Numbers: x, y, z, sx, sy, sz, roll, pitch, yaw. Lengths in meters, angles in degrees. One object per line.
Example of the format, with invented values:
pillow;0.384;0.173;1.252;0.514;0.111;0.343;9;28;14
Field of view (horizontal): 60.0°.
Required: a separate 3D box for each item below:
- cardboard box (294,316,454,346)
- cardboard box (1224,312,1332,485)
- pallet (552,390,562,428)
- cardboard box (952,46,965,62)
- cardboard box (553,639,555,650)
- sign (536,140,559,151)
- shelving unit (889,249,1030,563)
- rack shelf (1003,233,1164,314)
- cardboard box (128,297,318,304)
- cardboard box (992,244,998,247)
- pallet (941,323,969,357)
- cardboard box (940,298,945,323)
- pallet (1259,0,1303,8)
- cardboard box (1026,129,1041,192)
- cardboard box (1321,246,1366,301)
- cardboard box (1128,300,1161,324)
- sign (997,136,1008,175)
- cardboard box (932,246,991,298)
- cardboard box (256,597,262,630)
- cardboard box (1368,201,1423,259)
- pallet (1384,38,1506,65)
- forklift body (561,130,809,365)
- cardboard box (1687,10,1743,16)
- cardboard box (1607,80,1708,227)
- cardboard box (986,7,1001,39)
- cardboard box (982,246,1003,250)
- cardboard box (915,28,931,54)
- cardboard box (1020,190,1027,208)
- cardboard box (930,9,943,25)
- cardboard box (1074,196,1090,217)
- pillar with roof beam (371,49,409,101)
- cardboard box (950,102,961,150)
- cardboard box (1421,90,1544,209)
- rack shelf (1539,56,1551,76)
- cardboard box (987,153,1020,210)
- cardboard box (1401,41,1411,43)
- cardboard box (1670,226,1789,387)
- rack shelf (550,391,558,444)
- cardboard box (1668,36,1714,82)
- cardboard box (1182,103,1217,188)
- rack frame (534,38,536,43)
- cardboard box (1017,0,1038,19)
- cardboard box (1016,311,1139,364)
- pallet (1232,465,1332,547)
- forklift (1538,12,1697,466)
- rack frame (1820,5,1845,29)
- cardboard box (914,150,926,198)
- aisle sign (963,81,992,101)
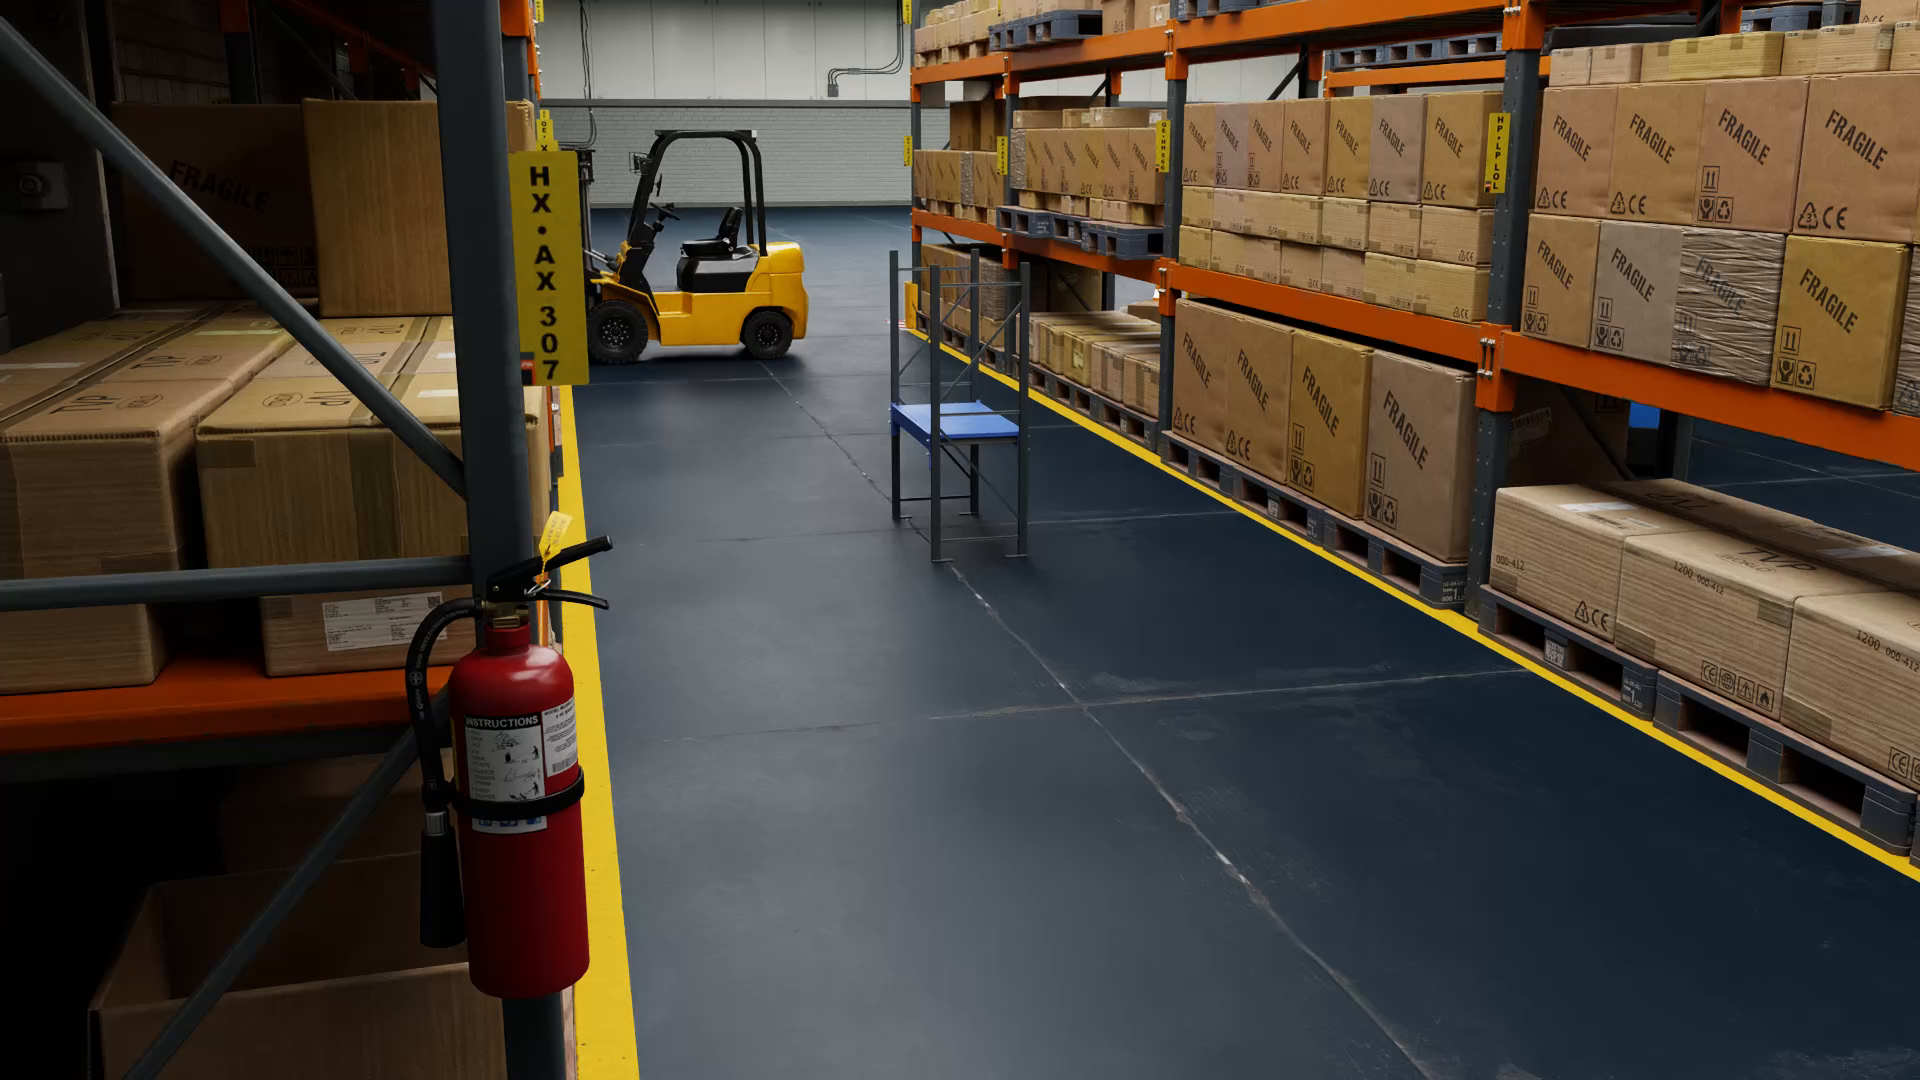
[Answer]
cardboard box;-1.192;-0.352;3.736;0.500;0.250;0.500;-4;14;-14
cardboard box;2.125;-0.852;9.687;0.875;0.875;0.875;-3;14;-13
pallet;-3.424;-0.891;12.130;1.003;0.211;1.213;-3;14;-13
cardboard box;0.131;-4.780;16.381;0.380;0.149;0.250;-4;14;-15
cardboard box;-1.546;0.469;5.565;0.396;0.266;0.258;-3;14;-11
sign;-1.520;-1.303;6.115;0.100;0.325;0.005;-3;14;-13
shelving unit;-0.020;-0.748;8.830;0.538;1.500;1.048;-3;14;-13
rack shelf;1.369;-2.162;12.973;1.077;0.370;4.000;-3;14;-13
cardboard box;-1.948;-0.558;4.580;0.500;0.250;0.500;-3;14;-12
cardboard box;0.553;-3.192;17.636;0.380;0.149;0.250;-3;14;-12
pallet;0.417;-2.054;16.888;1.003;0.211;1.213;-3;14;-13
cardboard box;-0.007;-2.445;17.521;0.500;0.250;0.500;-3;14;-11
pallet;2.307;-3.012;9.015;1.003;0.211;1.213;-3;14;-11
cardboard box;0.849;-3.131;13.698;0.500;0.500;0.500;-3;14;-13
cardboard box;2.209;-1.379;8.568;0.500;0.250;0.500;-4;14;-15
cardboard box;1.970;-2.083;16.395;0.500;0.500;0.500;7;15;26
sign;0.374;-3.362;14.543;0.100;0.325;0.005;-3;14;-13
cardboard box;0.014;-2.801;17.401;0.500;0.500;0.500;-4;14;-15
cardboard box;-1.022;0.047;2.942;0.380;0.149;0.250;-3;14;-12
cardboard box;2.314;-1.501;8.012;0.500;0.250;0.500;-3;14;-12
pallet;5.222;-5.157;17.580;1.003;0.211;1.213;-3;14;-13
forklift body;-2.646;-2.870;16.144;2.313;2.155;1.214;-3;14;-13
cardboard box;5.946;-4.493;13.372;0.500;0.500;0.500;-3;14;-13
cardboard box;2.767;-1.422;6.109;0.500;0.500;0.500;-3;14;-14
cardboard box;0.533;-4.589;14.760;0.500;0.250;0.500;-3;14;-14
cardboard box;0.527;-2.838;17.552;0.500;0.500;0.500;-3;14;-11
cardboard box;-0.181;-5.294;17.644;0.500;0.250;0.500;-4;14;-14
cardboard box;0.722;-2.910;14.162;0.380;0.149;0.250;-3;14;-12
cardboard box;-0.095;-5.345;17.012;0.380;0.149;0.250;-3;14;-13
cardboard box;1.092;-2.548;12.680;0.380;0.149;0.250;-4;14;-15
pillar with roof beam;-1.392;-6.562;16.825;9.100;9.000;0.400;-3;14;-13
cardboard box;0.292;-4.469;17.955;0.700;0.500;0.500;-4;14;-15
cardboard box;2.429;-1.751;7.456;0.500;0.500;0.500;-3;14;-11
rack shelf;6.157;-3.919;13.842;1.077;0.370;4.000;-3;14;-13
cardboard box;0.553;-3.255;15.092;0.500;0.500;0.500;-4;14;-15
cardboard box;4.873;-5.336;17.562;0.380;0.149;0.250;-3;14;-13
cardboard box;2.858;-0.822;5.760;0.500;0.500;0.500;-3;14;-13
rack shelf;-2.516;-0.962;8.060;1.077;0.370;4.000;-3;14;-13
cardboard box;2.775;-1.714;5.939;0.380;0.149;0.250;-3;14;-14
cardboard box;1.717;-2.457;10.347;0.500;0.500;0.500;-4;14;-15
rack frame;-4.864;-6.533;16.705;1.000;3.000;0.127;-3;14;-13
cardboard box;0.767;-4.287;13.266;0.500;0.250;0.500;-3;14;-14
cardboard box;1.025;-1.780;14.544;0.950;0.372;0.625;-3;14;-12
pallet;2.233;-0.229;9.419;1.003;0.211;1.213;-3;14;-13
forklift;4.492;-2.191;11.721;1.130;2.935;3.031;3;14;14
rack frame;6.626;-2.350;12.224;1.000;3.000;0.127;-3;14;-13
cardboard box;-0.199;-3.964;17.996;0.500;0.500;0.500;-4;14;-14
aisle sign;0.227;-5.189;18.370;0.394;0.787;0.004;-3;14;-13
